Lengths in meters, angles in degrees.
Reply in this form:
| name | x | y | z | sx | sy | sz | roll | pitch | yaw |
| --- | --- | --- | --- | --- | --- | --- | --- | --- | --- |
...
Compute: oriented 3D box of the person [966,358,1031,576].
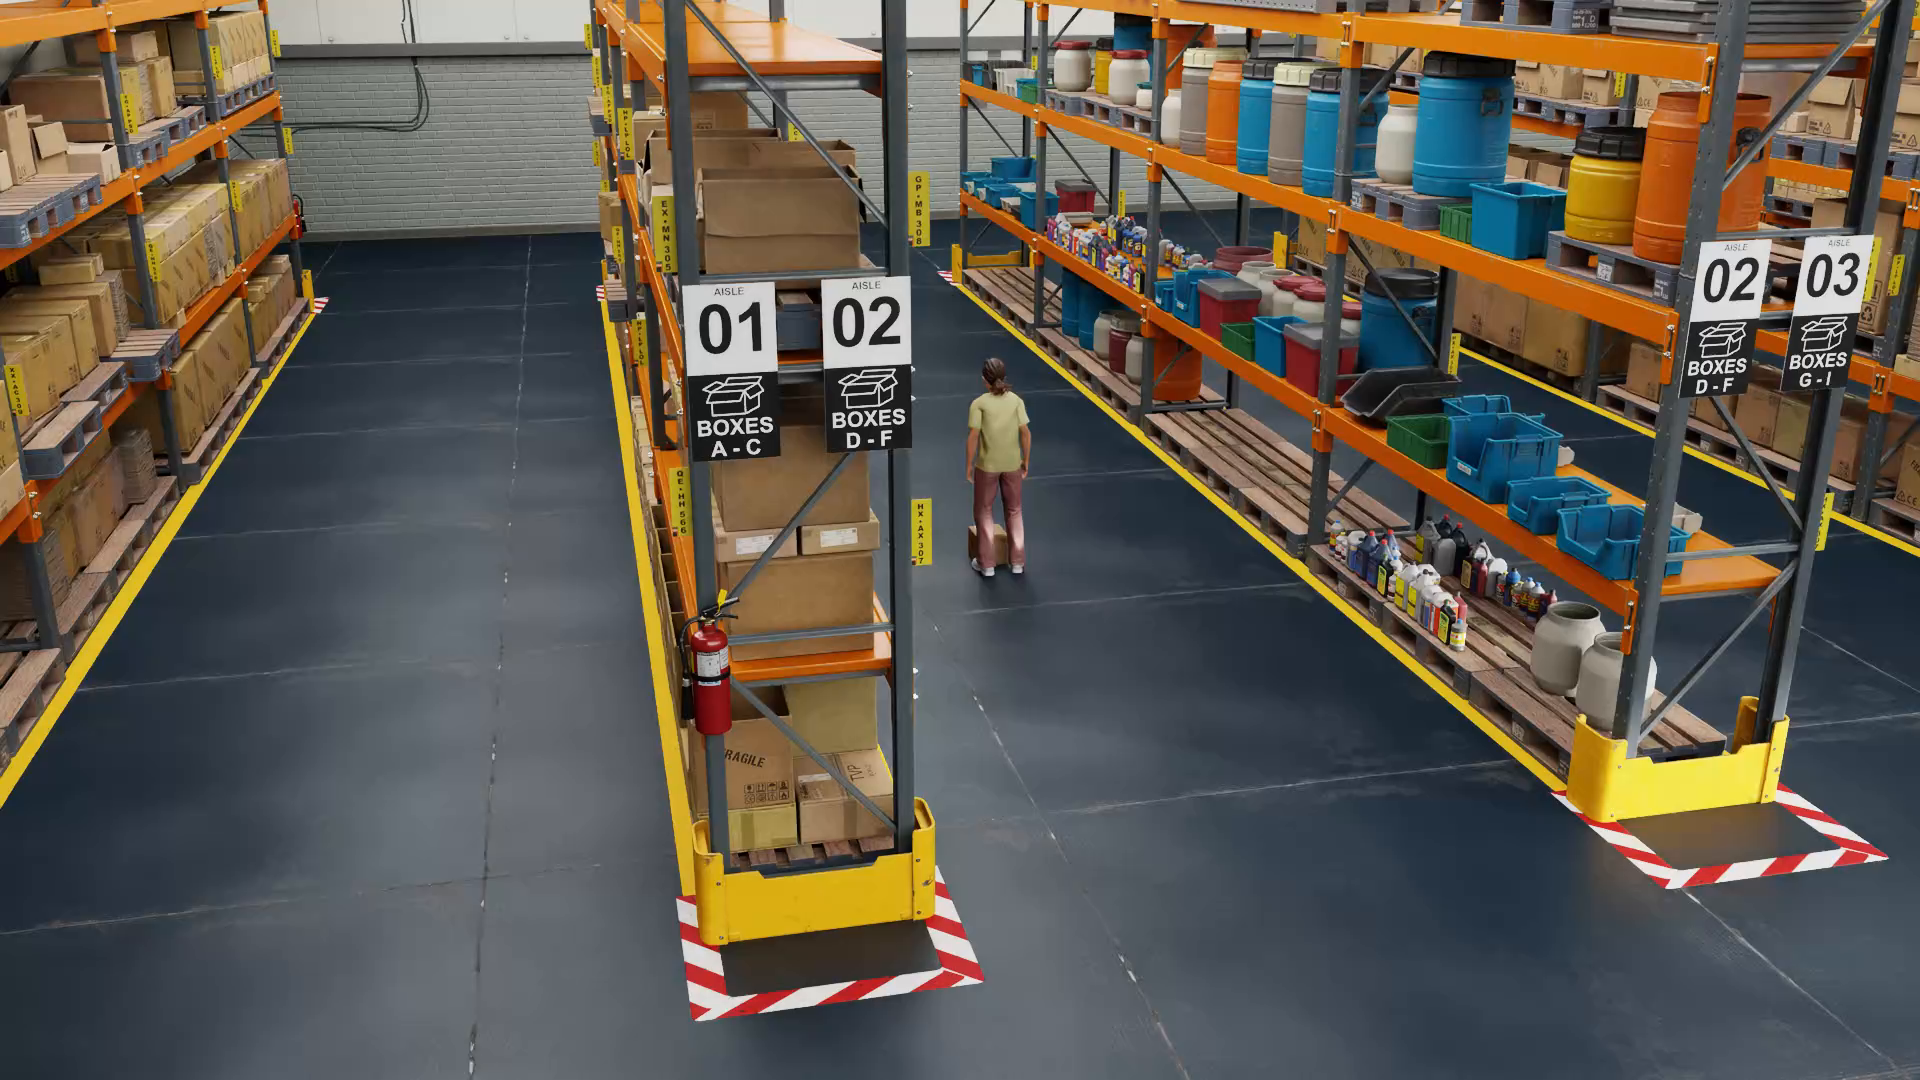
| name | x | y | z | sx | sy | sz | roll | pitch | yaw |
| --- | --- | --- | --- | --- | --- | --- | --- | --- | --- |
| person | 0.281 | -0.550 | 12.610 | 0.500 | 1.673 | 0.353 | -5 | 20 | -13 |
